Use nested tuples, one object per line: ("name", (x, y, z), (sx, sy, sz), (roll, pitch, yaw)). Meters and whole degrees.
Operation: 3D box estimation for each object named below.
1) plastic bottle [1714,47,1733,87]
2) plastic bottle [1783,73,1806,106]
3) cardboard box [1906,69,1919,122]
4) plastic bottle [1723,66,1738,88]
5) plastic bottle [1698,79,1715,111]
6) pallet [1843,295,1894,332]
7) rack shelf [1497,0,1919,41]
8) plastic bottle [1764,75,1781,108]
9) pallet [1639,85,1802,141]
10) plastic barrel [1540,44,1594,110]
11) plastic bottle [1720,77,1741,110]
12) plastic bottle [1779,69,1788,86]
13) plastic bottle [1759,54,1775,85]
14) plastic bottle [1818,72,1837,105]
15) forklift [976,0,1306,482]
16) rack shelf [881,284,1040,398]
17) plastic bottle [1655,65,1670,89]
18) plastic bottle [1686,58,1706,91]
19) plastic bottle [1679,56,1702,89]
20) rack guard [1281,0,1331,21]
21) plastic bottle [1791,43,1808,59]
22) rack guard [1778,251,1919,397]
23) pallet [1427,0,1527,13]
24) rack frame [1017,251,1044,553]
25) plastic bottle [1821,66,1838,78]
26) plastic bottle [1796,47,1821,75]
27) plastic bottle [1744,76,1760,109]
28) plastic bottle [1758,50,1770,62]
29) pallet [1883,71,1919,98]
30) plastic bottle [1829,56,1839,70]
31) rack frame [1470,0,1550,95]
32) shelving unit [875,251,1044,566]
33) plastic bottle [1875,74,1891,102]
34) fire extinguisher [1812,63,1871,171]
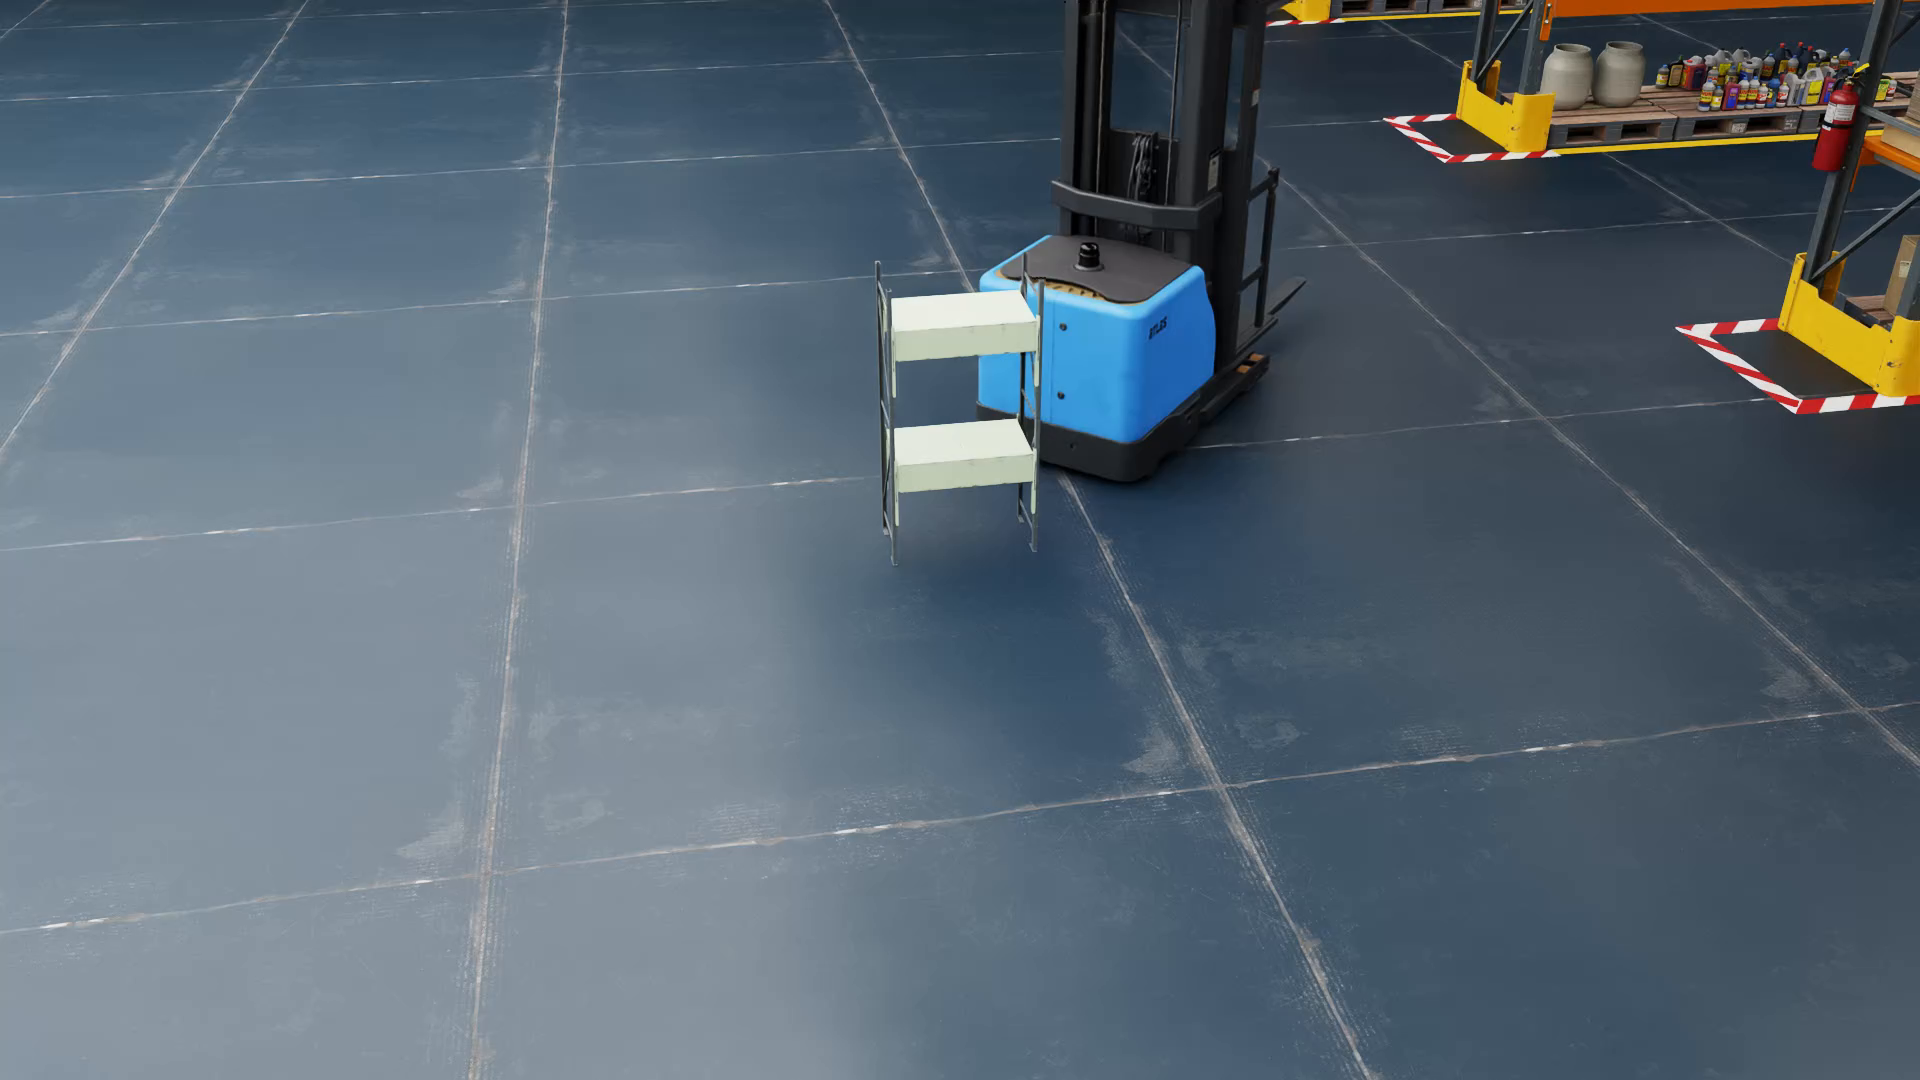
("plastic bottle", (7.078, -4.409, 15.469), (0.185, 0.351, 0.144), (-4, 31, -7))
("plastic bottle", (7.485, -4.055, 14.939), (0.135, 0.276, 0.152), (-5, 31, -8))
("cardboard box", (6.237, -2.675, 9.947), (0.500, 0.500, 0.875), (-5, 31, -9))
("plastic bottle", (7.143, -4.289, 15.411), (0.097, 0.201, 0.097), (0, 30, 0))
("plastic bottle", (6.639, -3.960, 14.783), (0.097, 0.271, 0.097), (0, 30, 0))
("pallet", (6.572, -1.328, 10.801), (1.213, 0.211, 1.003), (-5, 31, -9))
("rack shelf", (6.767, -4.809, 14.679), (4.000, 0.370, 1.077), (-5, 31, -9))
("plastic bottle", (7.274, -4.019, 14.883), (0.097, 0.271, 0.097), (0, 30, 0))
("pallet", (6.863, -3.946, 15.252), (1.213, 0.211, 1.003), (-5, 31, -9))
("plastic barrel", (5.433, -4.143, 14.877), (0.421, 0.512, 0.421), (0, 30, 0))
("plastic bottle", (6.865, -3.977, 14.800), (0.133, 0.283, 0.061), (-5, 31, -8))
("plastic bottle", (7.466, -4.111, 15.028), (0.133, 0.283, 0.061), (-5, 31, -9))
("plastic bottle", (7.542, -4.399, 15.529), (0.097, 0.271, 0.097), (0, 30, 0))
("plastic bottle", (7.811, -4.065, 14.949), (0.133, 0.283, 0.061), (-3, 31, -6))
("forklift", (1.289, -2.293, 9.758), (1.130, 2.935, 3.031), (17, 35, 27))
("rack shelf", (-0.007, -0.982, 8.171), (0.720, 0.370, 0.431), (-5, 31, -9))
("plastic bottle", (6.527, -4.306, 15.440), (0.097, 0.201, 0.097), (0, 30, 0))
("plastic bottle", (6.799, -4.298, 15.345), (0.133, 0.283, 0.061), (-5, 31, -9))
("plastic bottle", (6.780, -4.347, 15.437), (0.135, 0.276, 0.152), (-5, 31, -9))
("rack guard", (3.887, -6.327, 19.016), (0.348, 0.500, 1.175), (-5, 31, -9))
("plastic bottle", (7.865, -4.482, 15.593), (0.185, 0.351, 0.144), (-4, 31, -8))
("rack guard", (5.766, -1.396, 10.631), (0.348, 0.500, 1.175), (-5, 31, -9))
("pallet", (5.853, -6.405, 19.434), (1.213, 0.211, 1.003), (-5, 31, -9))
("rack frame", (0.353, -0.679, 8.426), (0.023, 1.500, 0.400), (-5, 31, -9))
("plastic bottle", (7.912, -4.169, 15.133), (0.135, 0.276, 0.152), (-5, 31, -9))
("plastic bottle", (7.891, -4.411, 15.471), (0.185, 0.351, 0.144), (-5, 31, -9))
("plastic bottle", (7.074, -4.000, 14.852), (0.097, 0.271, 0.097), (0, 30, 0))
("plastic bottle", (7.510, -4.442, 15.591), (0.133, 0.283, 0.061), (-4, 31, -7))
("pallet", (9.499, -4.191, 15.668), (1.213, 0.211, 1.003), (-5, 31, -9))
("plastic bottle", (8.242, -4.465, 15.711), (0.097, 0.201, 0.097), (0, 30, 0))
("rack frame", (4.799, -4.936, 14.186), (0.127, 3.000, 1.000), (-5, 31, -9))
("shelving unit", (-0.007, -0.646, 8.369), (0.755, 1.500, 0.431), (-5, 31, -9))
("plastic bottle", (8.320, -4.112, 15.029), (0.133, 0.283, 0.061), (-4, 31, -6))
("fire extinguisher", (5.496, -2.653, 10.379), (0.183, 0.674, 0.296), (-5, 31, -9))
